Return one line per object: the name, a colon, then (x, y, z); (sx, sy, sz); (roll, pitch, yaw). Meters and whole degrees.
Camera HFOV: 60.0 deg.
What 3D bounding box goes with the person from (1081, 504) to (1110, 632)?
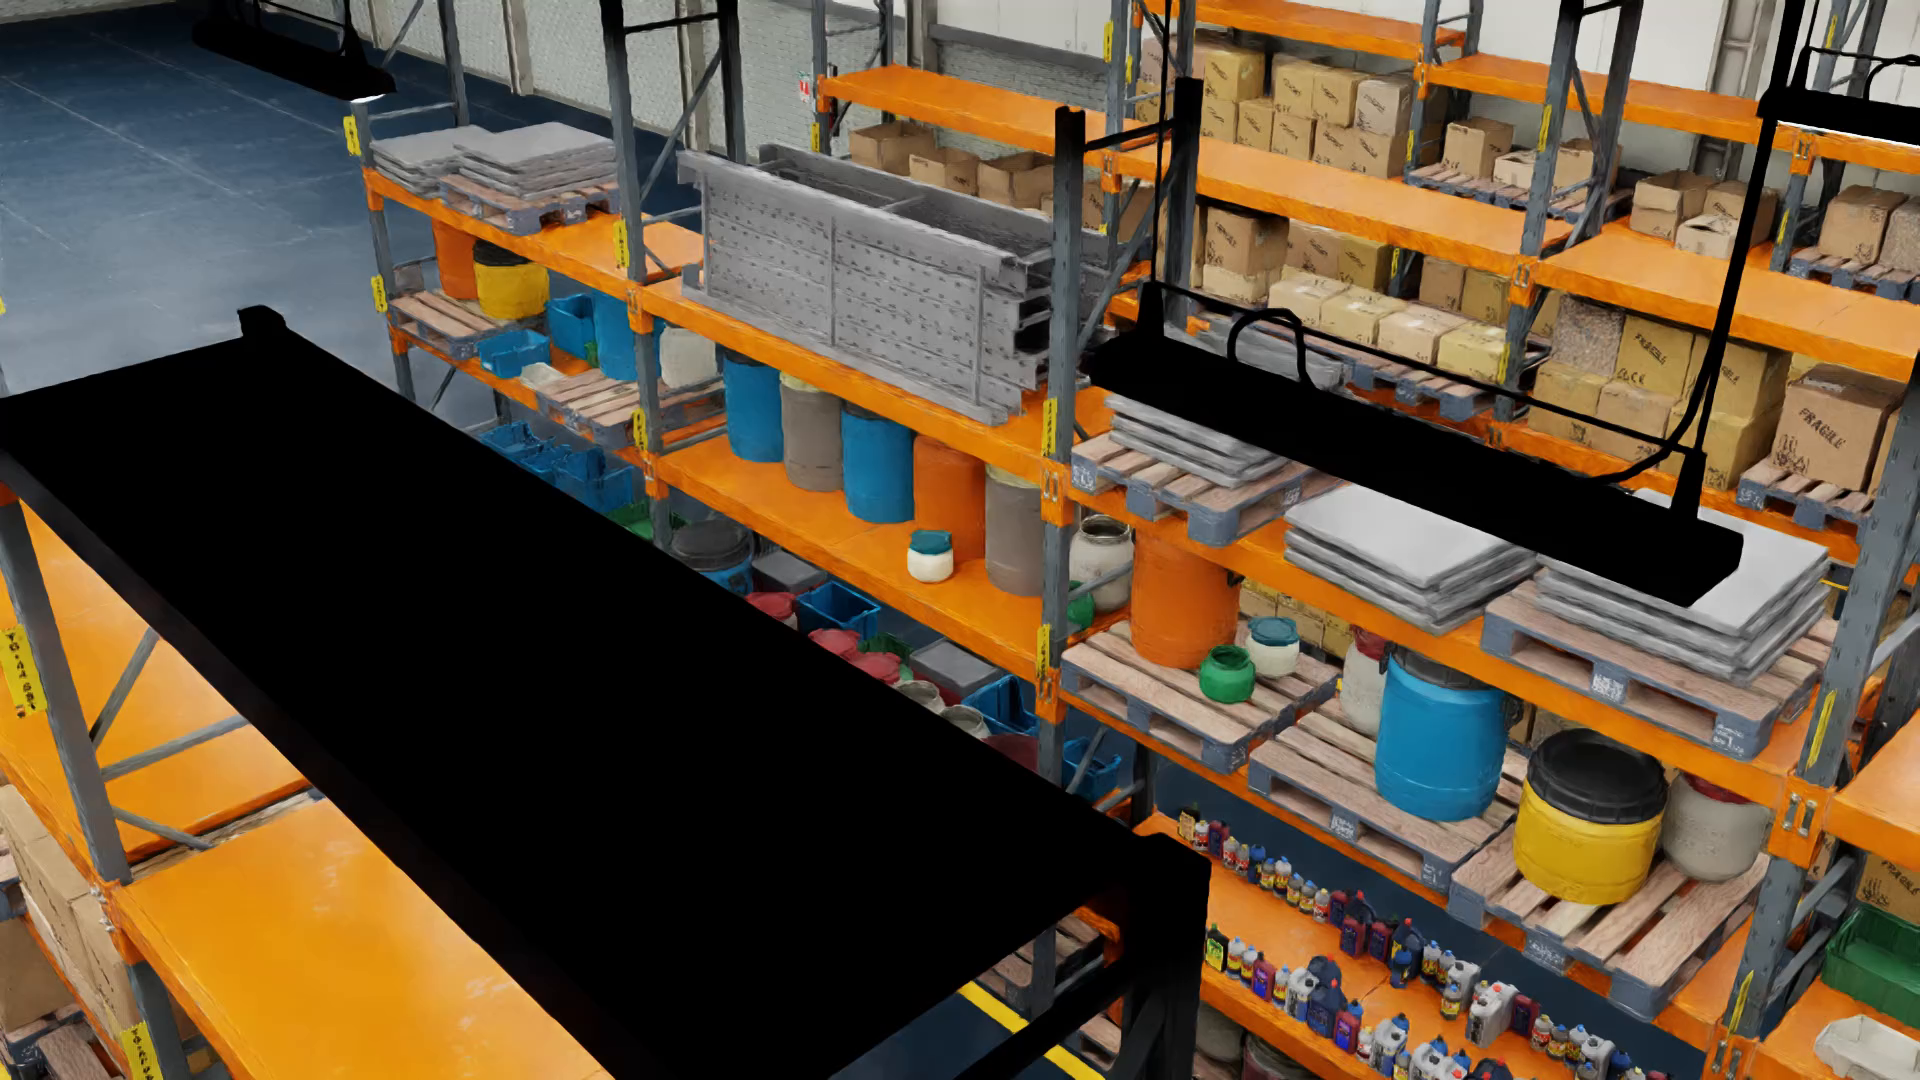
person: (0.941, -0.063, 15.142); (0.598, 1.698, 1.193); (-23, 36, -36)
